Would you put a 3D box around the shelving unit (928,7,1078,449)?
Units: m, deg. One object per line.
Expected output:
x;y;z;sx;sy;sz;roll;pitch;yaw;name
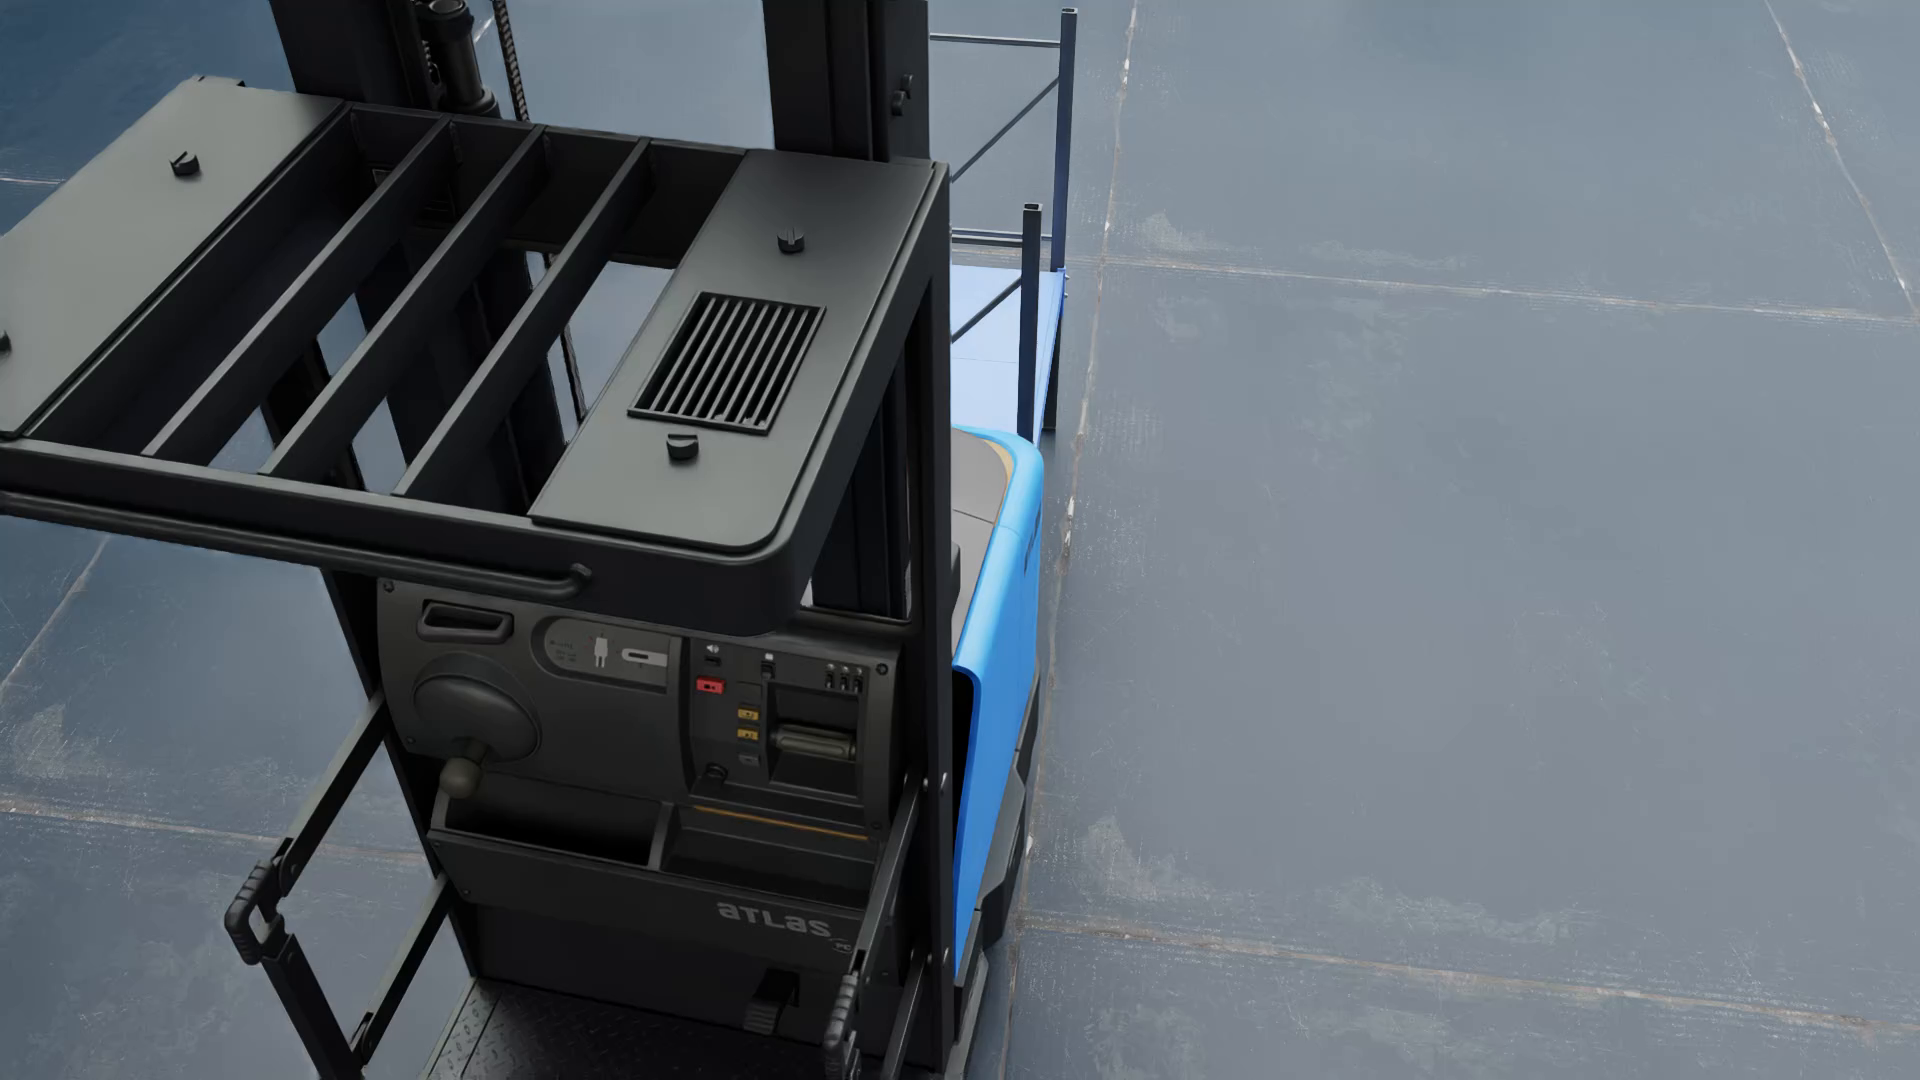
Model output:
0.011;-0.603;4.796;0.538;1.500;1.048;5;44;6;shelving unit

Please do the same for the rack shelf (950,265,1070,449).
0.011;-0.472;4.919;0.538;0.185;1.000;5;44;6;rack shelf

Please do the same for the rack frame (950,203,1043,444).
-0.056;-0.256;4.430;0.500;1.500;0.032;5;44;6;rack frame

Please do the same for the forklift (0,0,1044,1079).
-0.608;0.382;2.714;1.130;2.935;3.031;9;44;9;forklift

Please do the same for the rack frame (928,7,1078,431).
0.078;-0.949;5.162;0.500;1.500;0.032;5;44;6;rack frame
